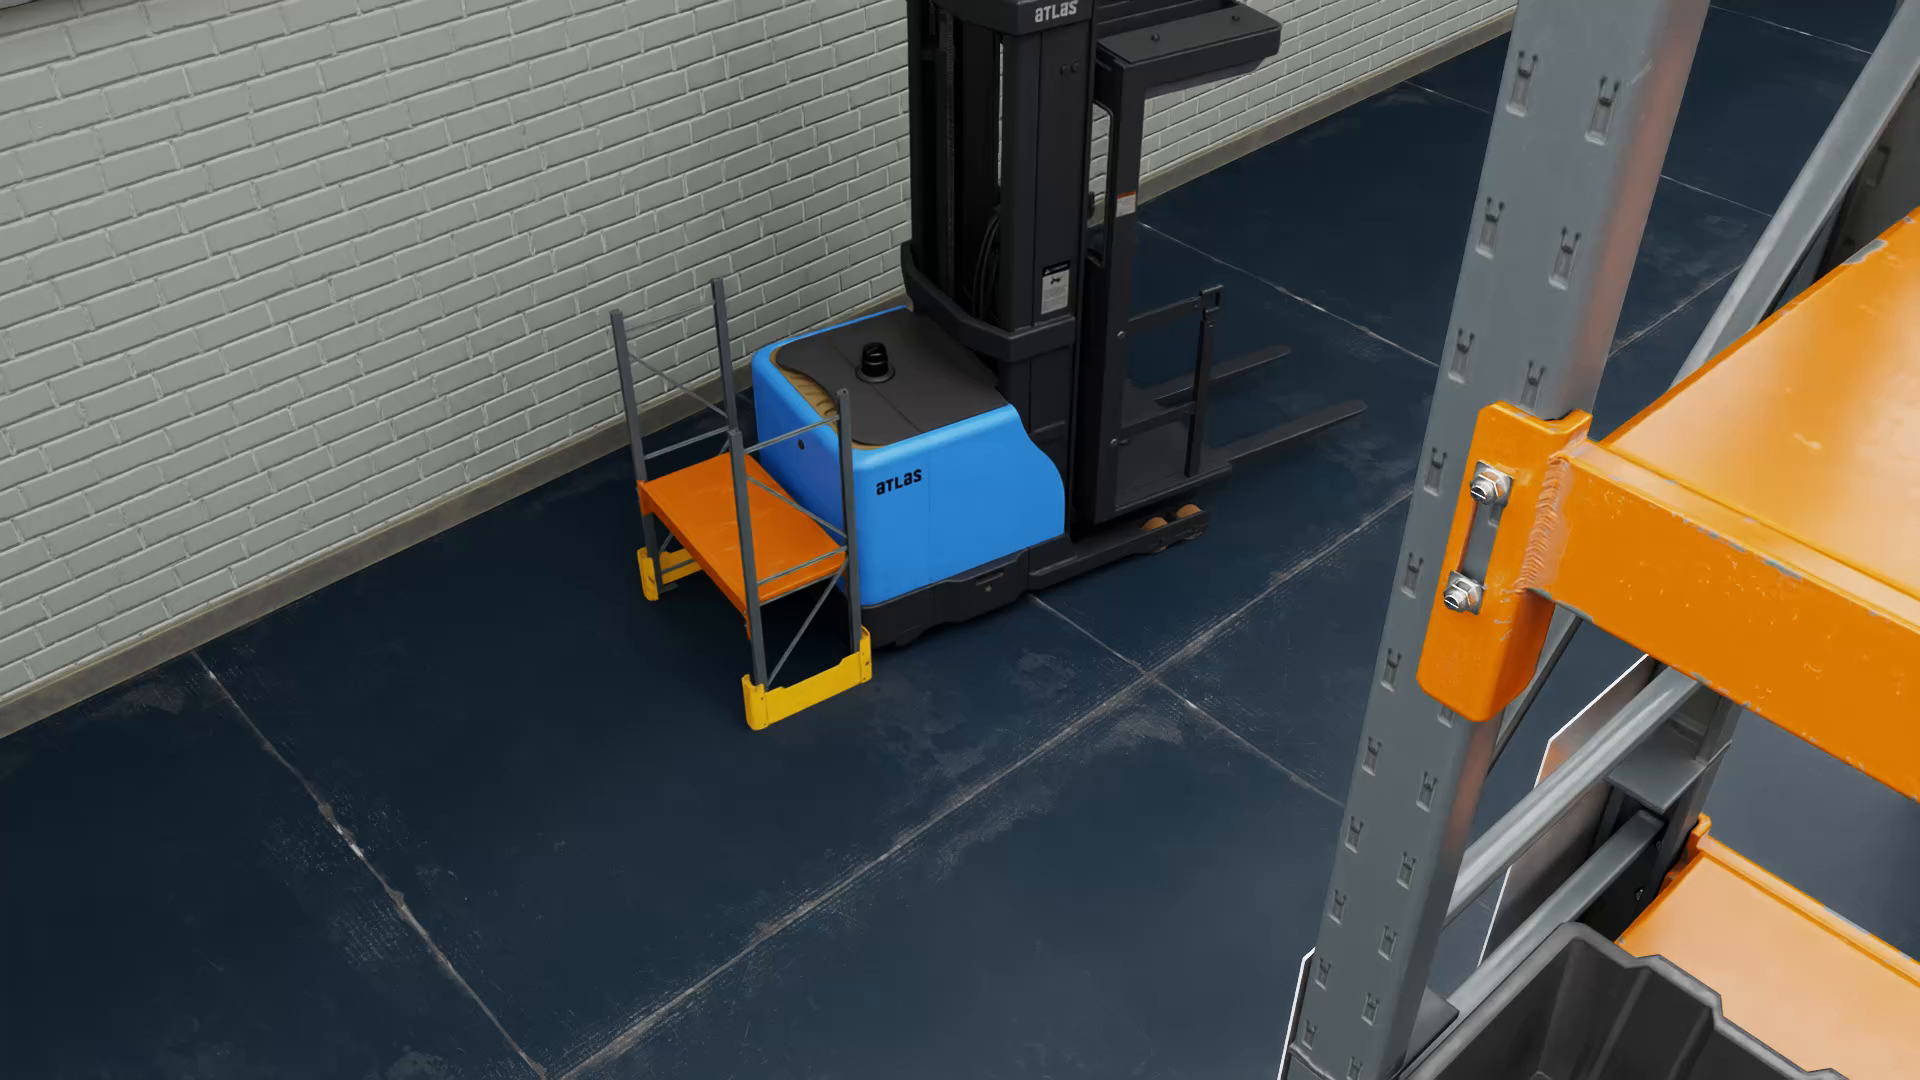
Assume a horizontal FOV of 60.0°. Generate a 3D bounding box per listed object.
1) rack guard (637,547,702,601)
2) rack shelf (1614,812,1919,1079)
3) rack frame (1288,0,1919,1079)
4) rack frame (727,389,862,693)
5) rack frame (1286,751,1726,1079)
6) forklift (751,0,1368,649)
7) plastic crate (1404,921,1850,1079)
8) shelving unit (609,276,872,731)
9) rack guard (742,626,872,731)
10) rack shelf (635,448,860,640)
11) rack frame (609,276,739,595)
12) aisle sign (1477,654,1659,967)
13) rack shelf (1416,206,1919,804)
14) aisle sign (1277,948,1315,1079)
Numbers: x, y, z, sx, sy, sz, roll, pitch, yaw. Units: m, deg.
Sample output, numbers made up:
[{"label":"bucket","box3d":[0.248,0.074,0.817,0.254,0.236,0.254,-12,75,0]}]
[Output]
[{"label":"rack guard","box3d":[-1.198,0.064,7.679,0.587,0.250,0.087,-23,44,-26]},{"label":"rack shelf","box3d":[2.218,1.732,1.611,1.077,0.370,4.000,-30,48,-32]},{"label":"rack frame","box3d":[0.866,-0.640,1.589,1.000,3.000,0.127,-30,48,-32]},{"label":"rack frame","box3d":[-0.631,0.107,6.631,0.500,1.500,0.032,-23,44,-26]},{"label":"rack frame","box3d":[0.866,1.694,3.474,1.000,3.000,0.127,-30,48,-32]},{"label":"forklift","box3d":[0.602,-1.348,7.294,3.031,2.935,1.130,-20,43,-23]},{"label":"plastic crate","box3d":[0.921,0.874,2.205,0.497,0.269,0.590,-30,48,-32]},{"label":"shelving unit","box3d":[-0.920,-0.163,6.964,0.587,1.500,1.083,-23,44,-26]},{"label":"rack guard","box3d":[-0.640,0.582,7.036,0.587,0.250,0.087,-23,44,-26]},{"label":"rack shelf","box3d":[-0.915,-0.018,7.072,0.538,0.185,1.000,-23,44,-26]},{"label":"rack frame","box3d":[-1.200,-0.423,7.286,0.500,1.500,0.032,-23,44,-26]},{"label":"aisle sign","box3d":[1.033,0.524,2.852,0.394,0.787,0.004,-30,48,-32]},{"label":"rack shelf","box3d":[2.218,0.721,0.794,1.077,0.370,4.000,-30,48,-32]},{"label":"aisle sign","box3d":[0.598,0.775,2.542,0.394,0.787,0.004,-30,48,-32]}]
